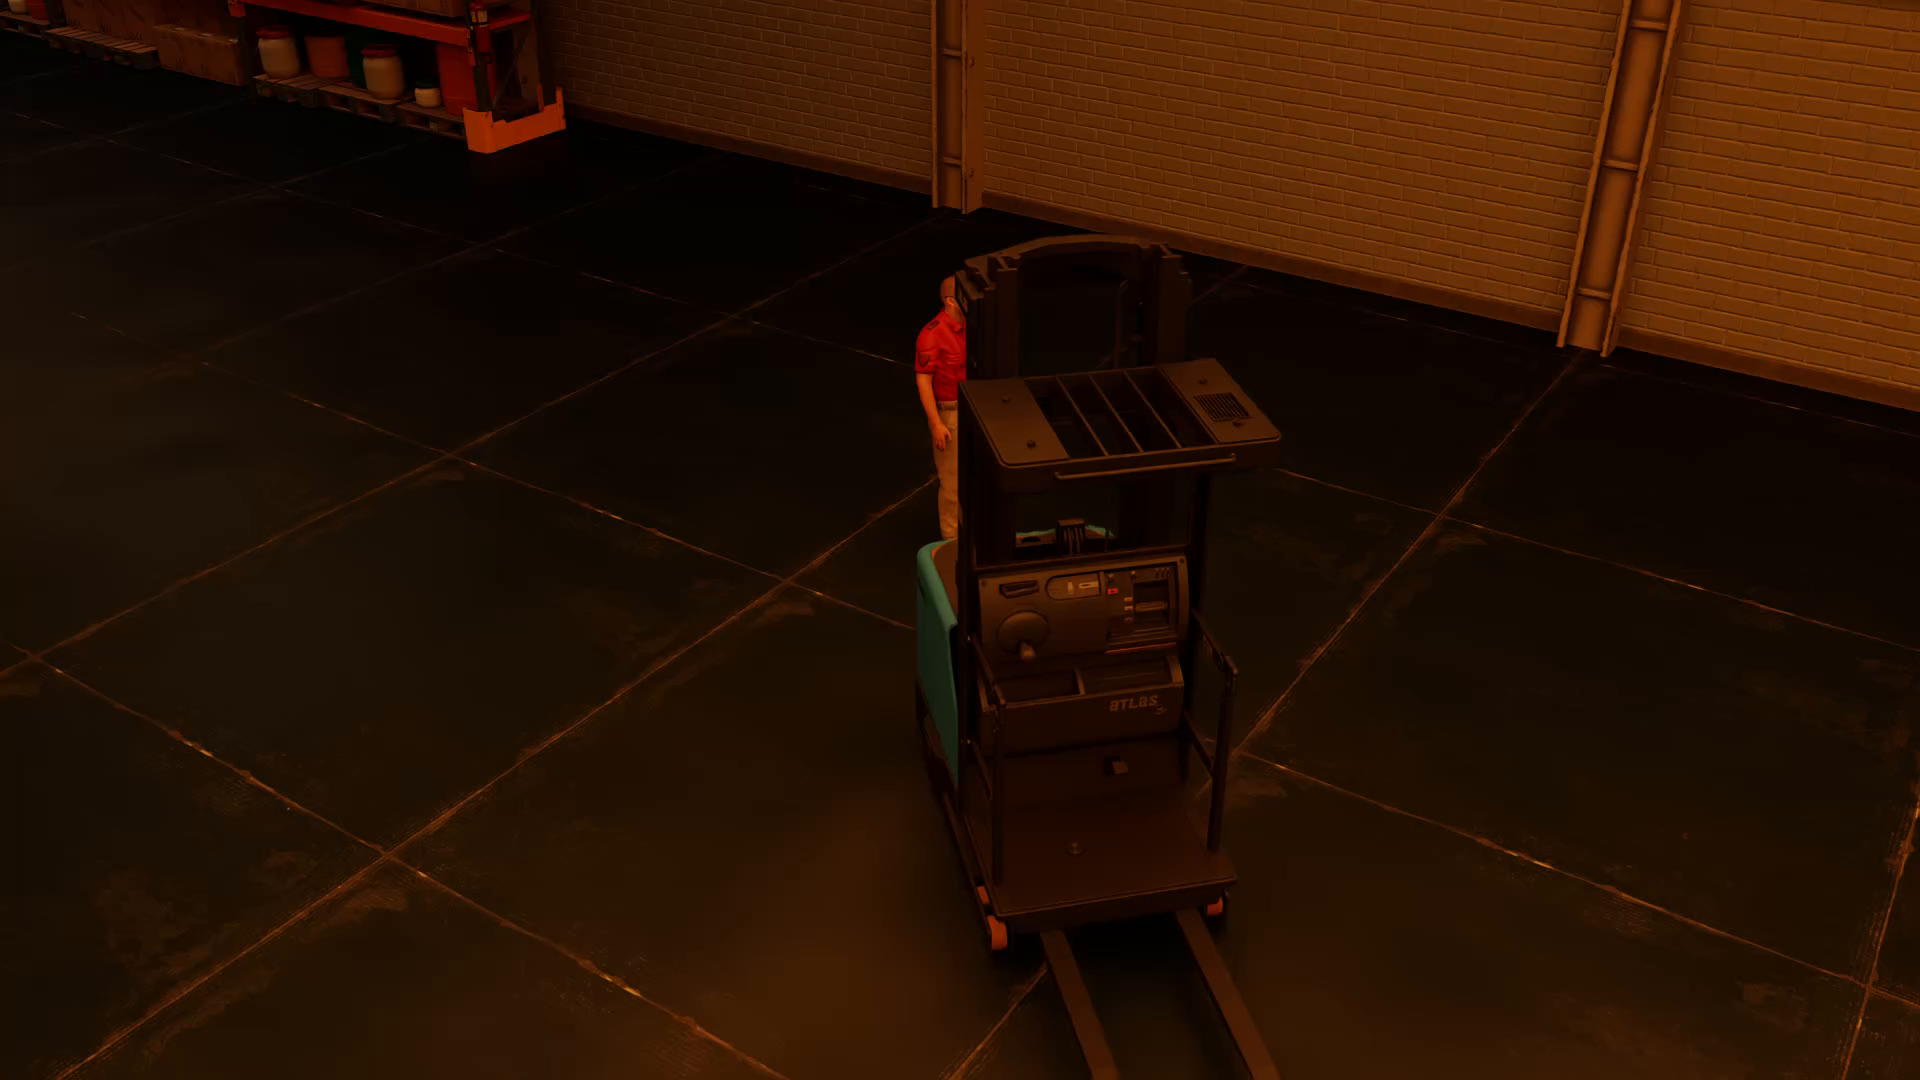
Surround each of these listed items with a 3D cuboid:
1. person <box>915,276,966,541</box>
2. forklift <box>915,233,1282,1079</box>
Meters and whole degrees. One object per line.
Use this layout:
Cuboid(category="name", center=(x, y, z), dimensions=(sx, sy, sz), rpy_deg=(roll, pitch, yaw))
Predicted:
Cuboid(category="person", center=(0.067, -0.723, 10.010), dimensions=(0.551, 1.727, 0.640), rpy_deg=(19, 35, 29))
Cuboid(category="forklift", center=(0.585, 0.344, 6.988), dimensions=(1.130, 2.935, 3.031), rpy_deg=(-6, 31, -11))
